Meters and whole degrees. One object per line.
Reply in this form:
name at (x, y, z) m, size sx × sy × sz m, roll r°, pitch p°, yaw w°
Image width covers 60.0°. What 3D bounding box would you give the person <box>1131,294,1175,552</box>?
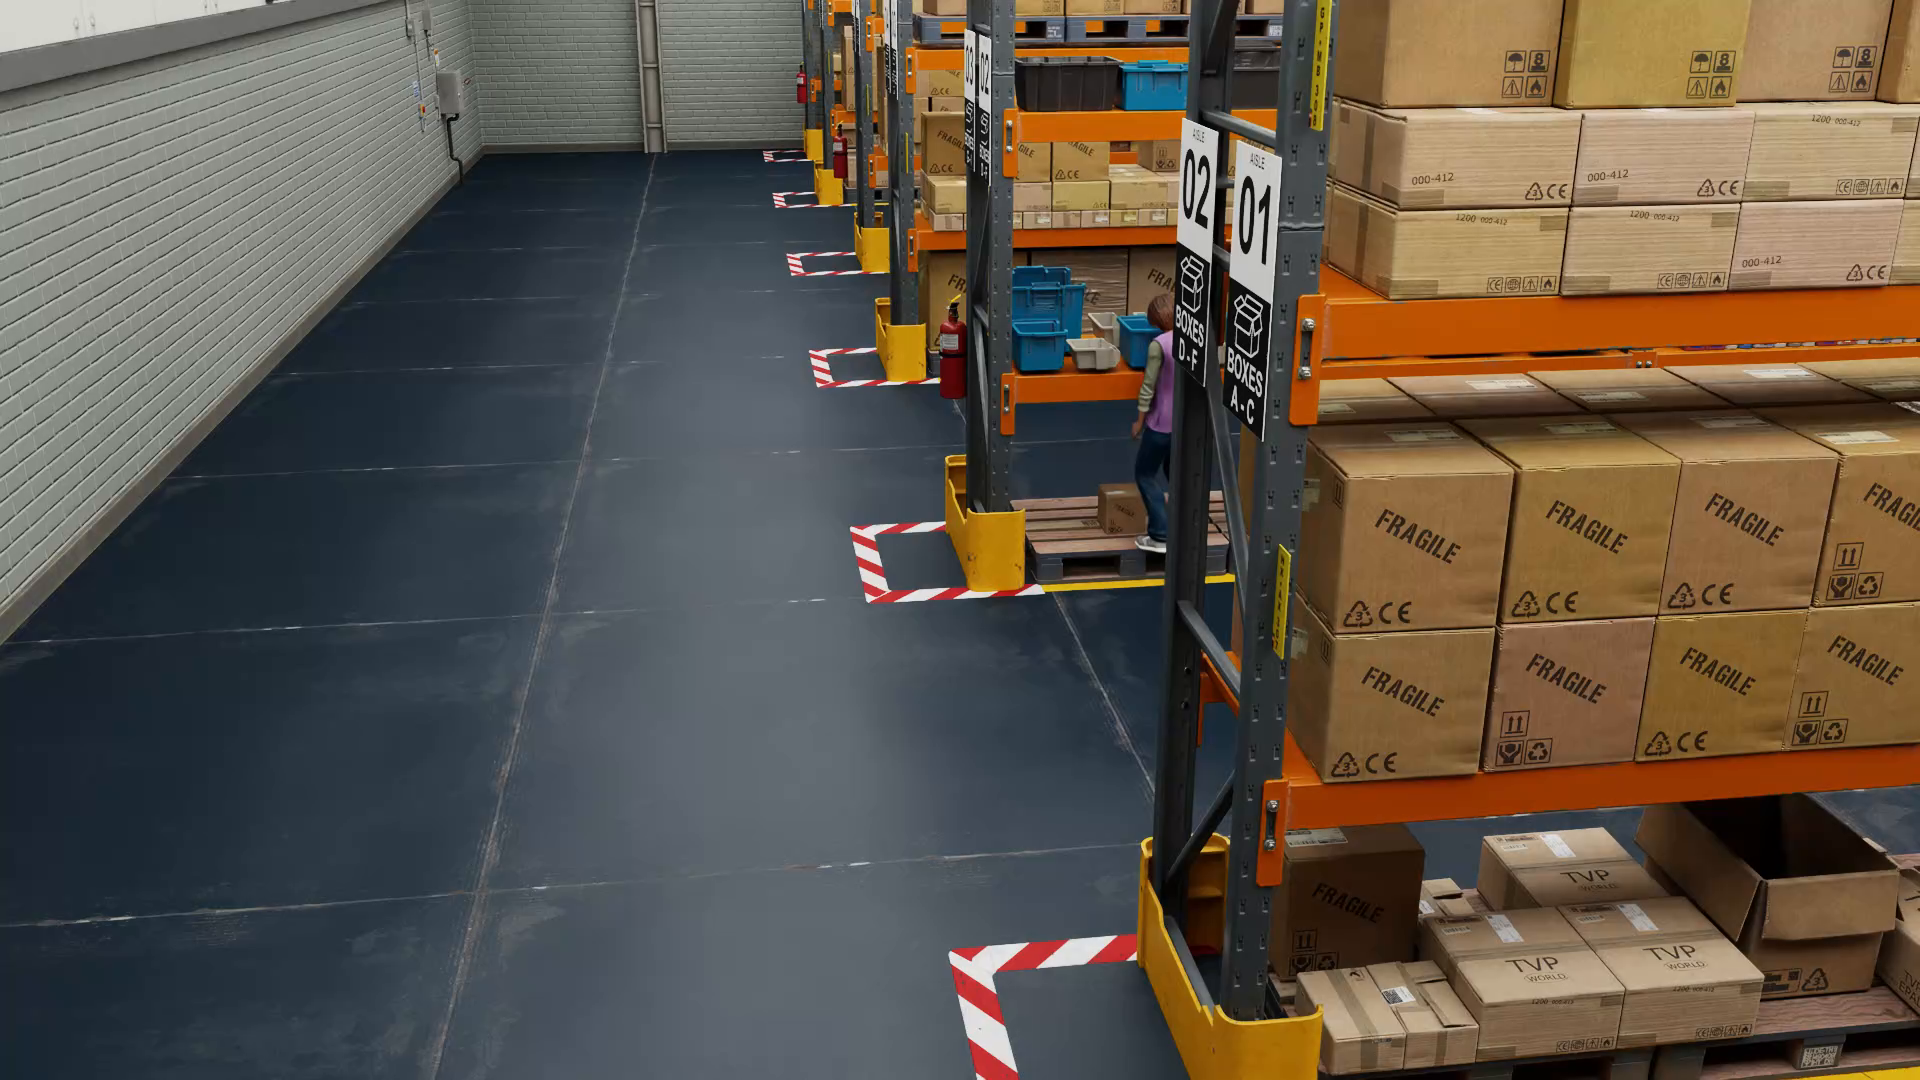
person at (1.237, -0.681, 9.907) m, size 0.423 × 1.554 × 0.377 m, roll -13°, pitch 24°, yaw -32°
